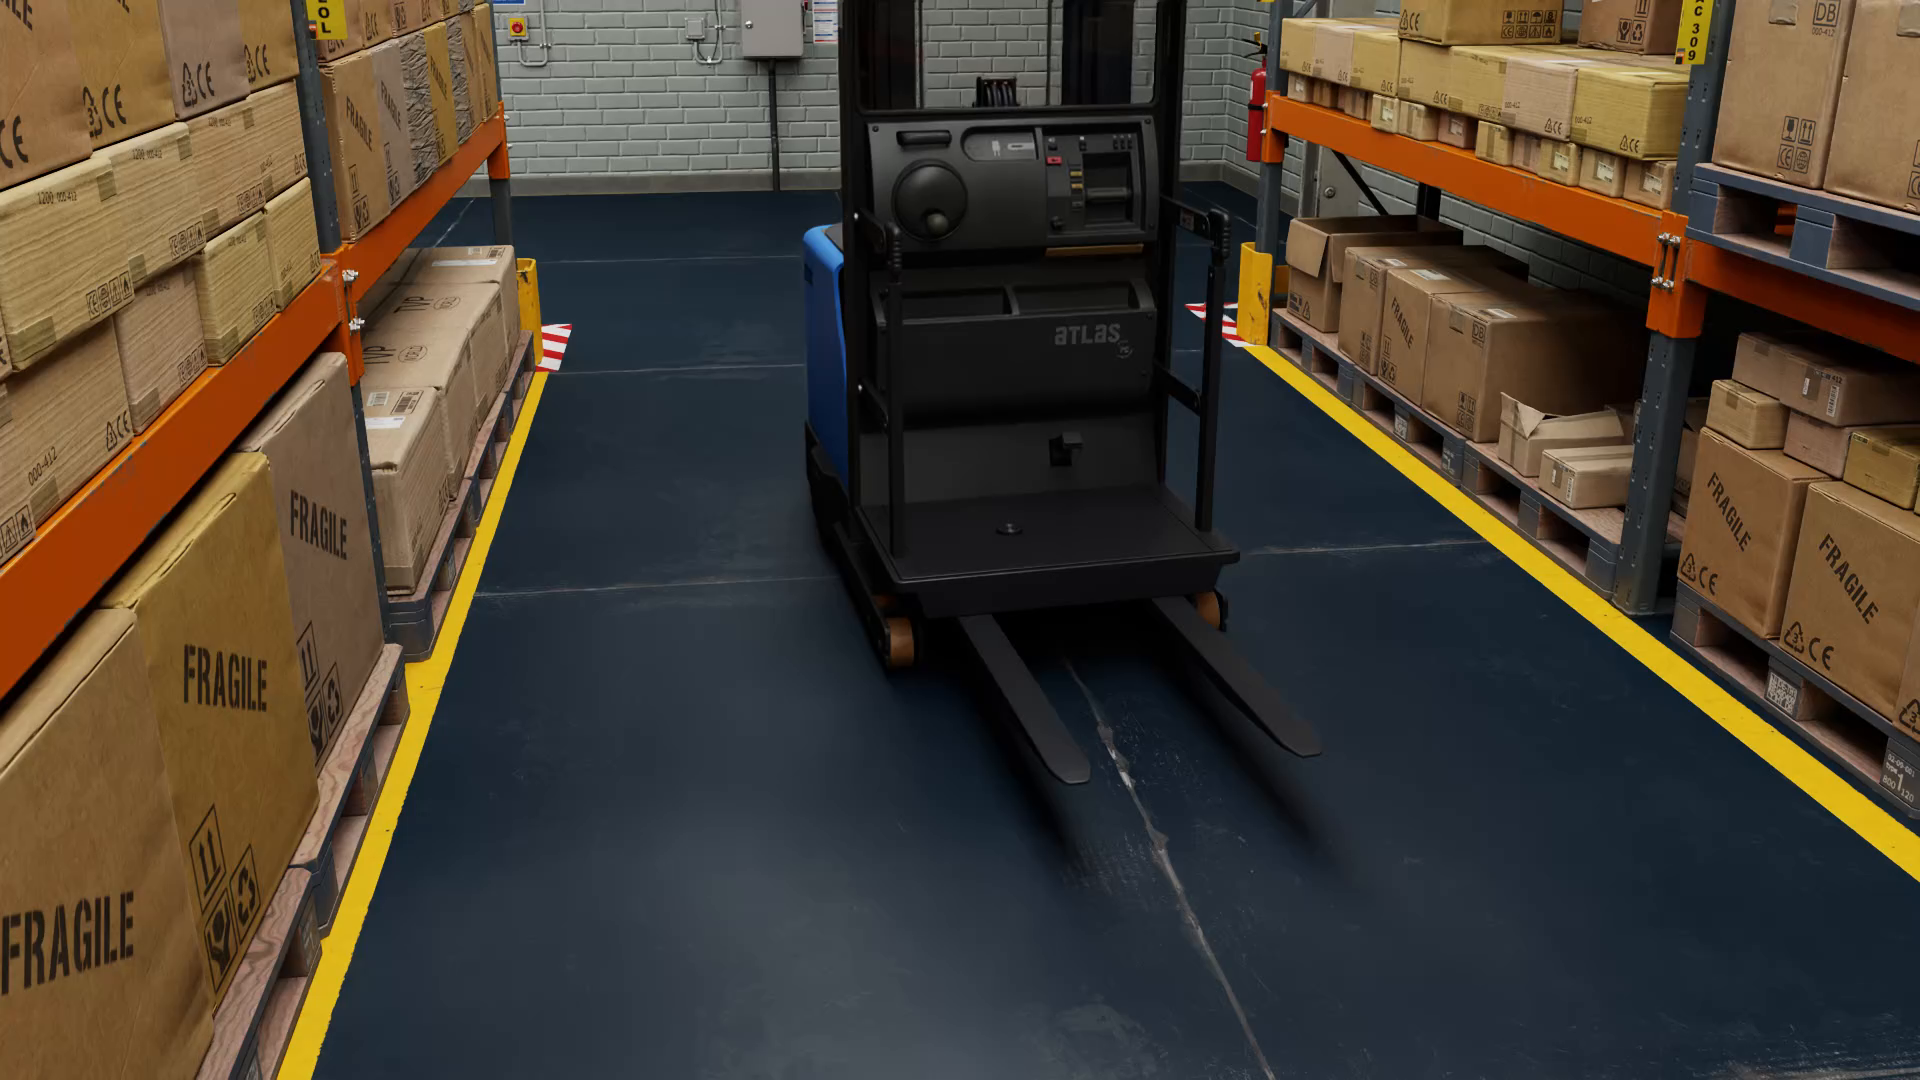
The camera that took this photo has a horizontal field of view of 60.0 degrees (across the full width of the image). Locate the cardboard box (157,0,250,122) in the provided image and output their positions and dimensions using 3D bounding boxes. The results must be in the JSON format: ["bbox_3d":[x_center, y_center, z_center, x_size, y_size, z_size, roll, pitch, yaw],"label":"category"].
[{"bbox_3d":[-1.810,-1.134,3.392,0.500,0.500,0.500,-3,21,-7],"label":"cardboard box"}]

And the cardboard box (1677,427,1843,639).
[{"bbox_3d":[2.553,-0.038,5.002,0.500,0.500,0.500,-2,21,-5],"label":"cardboard box"}]

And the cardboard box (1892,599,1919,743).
[{"bbox_3d":[2.707,0.319,4.047,0.500,0.500,0.500,-4,21,-9],"label":"cardboard box"}]

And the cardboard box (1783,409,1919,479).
[{"bbox_3d":[2.611,-0.291,4.753,0.380,0.149,0.250,-3,21,-9],"label":"cardboard box"}]

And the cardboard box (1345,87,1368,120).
[{"bbox_3d":[2.036,-2.065,7.816,0.380,0.149,0.250,-2,21,-6],"label":"cardboard box"}]

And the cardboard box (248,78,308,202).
[{"bbox_3d":[-1.901,-0.963,4.006,0.500,0.250,0.500,-3,21,-8],"label":"cardboard box"}]

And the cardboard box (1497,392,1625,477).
[{"bbox_3d":[2.284,-0.408,6.330,0.396,0.266,0.258,-2,21,-6],"label":"cardboard box"}]

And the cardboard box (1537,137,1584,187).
[{"bbox_3d":[2.290,-1.349,5.899,0.380,0.149,0.250,-2,21,-6],"label":"cardboard box"}]

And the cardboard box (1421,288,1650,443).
[{"bbox_3d":[2.358,-0.728,6.849,0.700,0.500,0.500,-4,21,-10],"label":"cardboard box"}]

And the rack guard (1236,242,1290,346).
[{"bbox_3d":[2.140,-1.378,9.192,1.175,0.500,0.348,-3,21,-8],"label":"rack guard"}]

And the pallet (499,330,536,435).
[{"bbox_3d":[-2.589,-0.745,7.909,1.003,0.211,1.213,-3,21,-8],"label":"pallet"}]

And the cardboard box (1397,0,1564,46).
[{"bbox_3d":[2.145,-2.306,6.821,0.500,0.500,0.500,-2,21,-6],"label":"cardboard box"}]

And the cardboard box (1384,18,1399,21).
[{"bbox_3d":[2.458,-2.499,8.409,0.500,0.250,0.500,-2,21,-6],"label":"cardboard box"}]

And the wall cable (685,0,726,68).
[{"bbox_3d":[-2.216,-4.827,13.400,0.588,1.984,0.122,-3,21,-8],"label":"wall cable"}]

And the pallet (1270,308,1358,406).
[{"bbox_3d":[2.256,-0.967,8.504,1.003,0.211,1.213,-3,21,-8],"label":"pallet"}]

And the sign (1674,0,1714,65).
[{"bbox_3d":[2.170,-1.566,4.885,0.100,0.325,0.005,-3,21,-8],"label":"sign"}]

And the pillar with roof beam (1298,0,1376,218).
[{"bbox_3d":[-1.627,-6.148,9.815,9.100,9.000,0.400,-3,21,-8],"label":"pillar with roof beam"}]

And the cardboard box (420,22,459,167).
[{"bbox_3d":[-2.222,-1.687,6.303,0.500,0.500,0.500,-2,21,-6],"label":"cardboard box"}]

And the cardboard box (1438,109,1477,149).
[{"bbox_3d":[2.205,-1.706,6.856,0.380,0.149,0.250,-3,21,-8],"label":"cardboard box"}]

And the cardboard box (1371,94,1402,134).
[{"bbox_3d":[2.042,-1.882,7.326,0.380,0.149,0.250,-4,21,-9],"label":"cardboard box"}]

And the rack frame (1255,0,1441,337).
[{"bbox_3d":[2.129,-2.576,8.825,1.000,3.000,0.127,-3,21,-8],"label":"rack frame"}]

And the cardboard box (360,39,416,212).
[{"bbox_3d":[-2.082,-1.336,5.363,0.500,0.500,0.500,-3,21,-7],"label":"cardboard box"}]

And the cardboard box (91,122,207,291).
[{"bbox_3d":[-1.741,-0.611,3.065,0.500,0.250,0.500,-2,21,-6],"label":"cardboard box"}]

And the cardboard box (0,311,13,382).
[{"bbox_3d":[-1.590,-0.258,2.120,0.500,0.250,0.500,-3,21,-8],"label":"cardboard box"}]

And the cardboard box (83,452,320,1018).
[{"bbox_3d":[-1.899,0.382,3.341,0.875,0.875,0.875,-2,21,-6],"label":"cardboard box"}]

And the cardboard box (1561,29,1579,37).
[{"bbox_3d":[2.598,-2.149,7.471,0.500,0.250,0.500,-2,21,-6],"label":"cardboard box"}]

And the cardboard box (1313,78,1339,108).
[{"bbox_3d":[1.988,-2.245,8.298,0.380,0.149,0.250,-2,21,-6],"label":"cardboard box"}]

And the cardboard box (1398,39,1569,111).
[{"bbox_3d":[2.172,-1.948,6.935,0.500,0.250,0.500,-3,21,-9],"label":"cardboard box"}]

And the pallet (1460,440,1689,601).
[{"bbox_3d":[2.608,-0.122,6.242,1.003,0.211,1.213,-3,21,-8],"label":"pallet"}]

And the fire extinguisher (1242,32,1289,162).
[{"bbox_3d":[1.651,-2.392,8.978,0.296,0.674,0.183,-3,21,-8],"label":"fire extinguisher"}]

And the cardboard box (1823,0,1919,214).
[{"bbox_3d":[2.629,-1.076,4.068,0.700,0.500,0.500,-3,21,-7],"label":"cardboard box"}]

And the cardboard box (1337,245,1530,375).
[{"bbox_3d":[2.209,-1.087,7.812,0.700,0.500,0.500,-2,21,-6],"label":"cardboard box"}]

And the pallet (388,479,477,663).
[{"bbox_3d":[-2.237,0.100,5.647,1.003,0.211,1.213,-3,21,-8],"label":"pallet"}]

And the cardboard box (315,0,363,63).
[{"bbox_3d":[-2.034,-1.631,4.725,0.500,0.500,0.500,-3,21,-7],"label":"cardboard box"}]

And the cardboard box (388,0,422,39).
[{"bbox_3d":[-2.164,-1.985,5.671,0.500,0.500,0.500,-3,21,-7],"label":"cardboard box"}]

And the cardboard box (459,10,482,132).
[{"bbox_3d":[-2.393,-2.043,7.255,0.500,0.500,0.500,-3,21,-9],"label":"cardboard box"}]

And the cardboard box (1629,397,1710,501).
[{"bbox_3d":[2.845,-0.369,6.159,0.500,0.311,0.500,-2,21,-6],"label":"cardboard box"}]

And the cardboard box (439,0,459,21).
[{"bbox_3d":[-2.304,-2.334,6.605,0.500,0.500,0.500,-3,21,-8],"label":"cardboard box"}]

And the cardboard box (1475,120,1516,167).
[{"bbox_3d":[2.214,-1.528,6.379,0.380,0.149,0.250,-3,21,-9],"label":"cardboard box"}]

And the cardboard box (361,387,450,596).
[{"bbox_3d":[-2.190,-0.158,5.415,0.875,0.438,0.875,-3,21,-9],"label":"cardboard box"}]

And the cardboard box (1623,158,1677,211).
[{"bbox_3d":[2.410,-1.171,5.423,0.380,0.149,0.250,-3,21,-7],"label":"cardboard box"}]

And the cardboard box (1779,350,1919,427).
[{"bbox_3d":[2.579,-0.435,4.713,0.380,0.149,0.250,-4,21,-10],"label":"cardboard box"}]

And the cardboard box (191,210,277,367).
[{"bbox_3d":[-1.819,-0.550,3.616,0.500,0.250,0.500,-3,21,-9],"label":"cardboard box"}]

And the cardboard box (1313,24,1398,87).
[{"bbox_3d":[2.001,-2.300,7.875,0.500,0.250,0.500,-3,21,-7],"label":"cardboard box"}]

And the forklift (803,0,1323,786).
[{"bbox_3d":[0.227,-1.119,5.023,1.130,2.935,3.031,-5,21,-13],"label":"forklift"}]

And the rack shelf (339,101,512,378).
[{"bbox_3d":[-2.494,-1.295,6.423,1.077,0.370,4.000,-3,21,-8],"label":"rack shelf"}]

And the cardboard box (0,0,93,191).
[{"bbox_3d":[-1.667,-0.779,2.442,0.500,0.500,0.500,-3,21,-7],"label":"cardboard box"}]

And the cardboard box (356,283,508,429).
[{"bbox_3d":[-2.448,-0.781,7.081,0.875,0.438,0.875,-2,21,-6],"label":"cardboard box"}]

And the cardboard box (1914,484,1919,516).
[{"bbox_3d":[2.712,-0.108,4.264,0.380,0.149,0.250,-3,21,-9],"label":"cardboard box"}]

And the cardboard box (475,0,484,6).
[{"bbox_3d":[-2.477,-2.684,7.544,0.500,0.500,0.500,-2,21,-6],"label":"cardboard box"}]

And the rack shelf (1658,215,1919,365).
[{"bbox_3d":[2.994,-0.161,3.389,1.077,0.370,4.000,-3,21,-8],"label":"rack shelf"}]

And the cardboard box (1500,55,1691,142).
[{"bbox_3d":[2.304,-1.597,5.993,0.500,0.250,0.500,-3,21,-8],"label":"cardboard box"}]

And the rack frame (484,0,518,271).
[{"bbox_3d":[-2.782,-2.324,8.152,1.000,3.000,0.127,-3,21,-8],"label":"rack frame"}]

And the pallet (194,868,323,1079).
[{"bbox_3d":[-1.840,1.054,3.093,1.003,0.211,1.213,-3,21,-8],"label":"pallet"}]

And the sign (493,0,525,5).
[{"bbox_3d":[-3.674,-4.421,13.378,0.327,0.218,0.001,-3,21,-8],"label":"sign"}]

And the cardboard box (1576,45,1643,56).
[{"bbox_3d":[2.750,-1.797,6.530,0.500,0.250,0.500,-2,21,-7],"label":"cardboard box"}]

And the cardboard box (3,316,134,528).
[{"bbox_3d":[-1.686,-0.196,2.667,0.500,0.250,0.500,-3,21,-8],"label":"cardboard box"}]
